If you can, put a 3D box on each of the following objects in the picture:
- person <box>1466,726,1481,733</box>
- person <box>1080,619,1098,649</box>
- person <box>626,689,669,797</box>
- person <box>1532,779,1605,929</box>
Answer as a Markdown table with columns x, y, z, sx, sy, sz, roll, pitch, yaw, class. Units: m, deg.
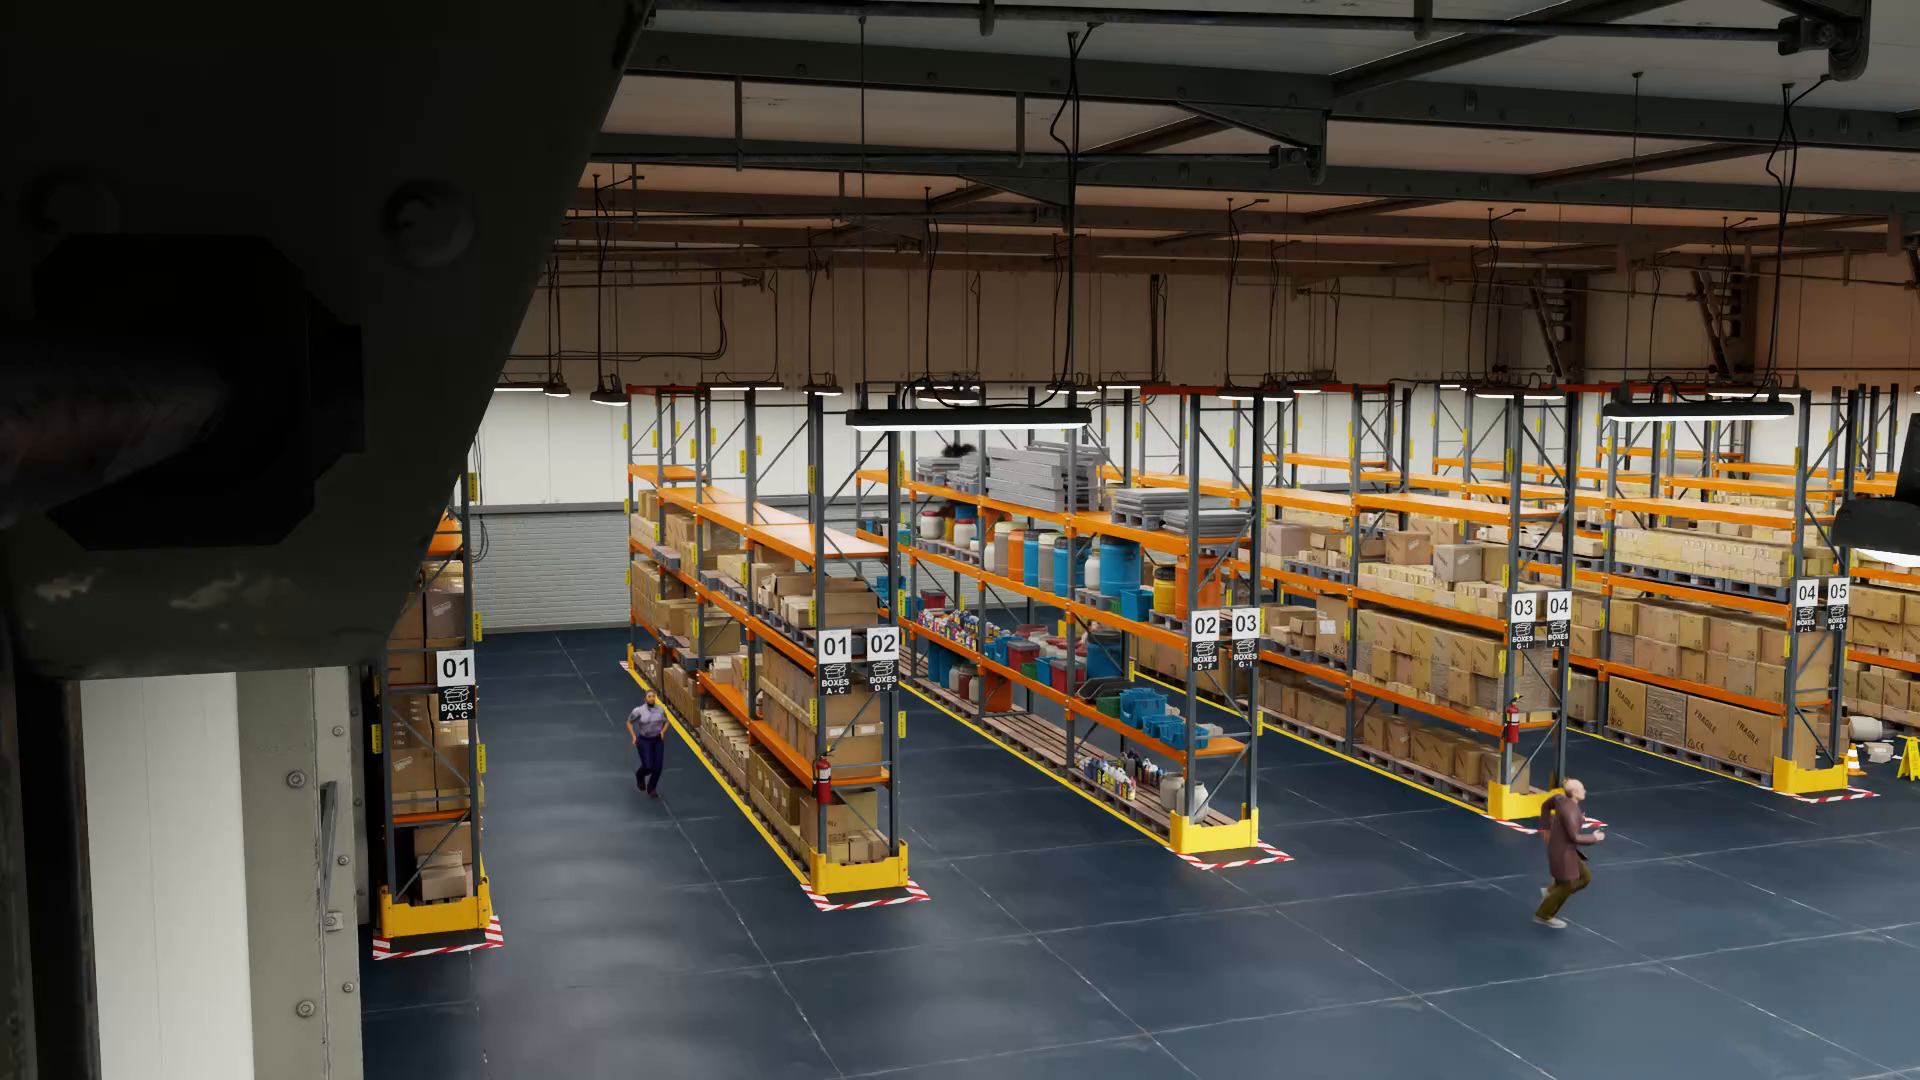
| x | y | z | sx | sy | sz | roll | pitch | yaw | class |
| --- | --- | --- | --- | --- | --- | --- | --- | --- | --- |
| 8.992 | 2.589 | 28.613 | 0.572 | 1.549 | 0.713 | -4 | 7 | -33 | person |
| 2.412 | 2.313 | 31.090 | 0.538 | 1.711 | 0.899 | -3 | 7 | -27 | person |
| -4.554 | 3.008 | 24.523 | 0.604 | 1.605 | 0.520 | -3 | 7 | -29 | person |
| 6.868 | 3.534 | 18.744 | 0.723 | 1.728 | 0.761 | 1 | 6 | 12 | person |
